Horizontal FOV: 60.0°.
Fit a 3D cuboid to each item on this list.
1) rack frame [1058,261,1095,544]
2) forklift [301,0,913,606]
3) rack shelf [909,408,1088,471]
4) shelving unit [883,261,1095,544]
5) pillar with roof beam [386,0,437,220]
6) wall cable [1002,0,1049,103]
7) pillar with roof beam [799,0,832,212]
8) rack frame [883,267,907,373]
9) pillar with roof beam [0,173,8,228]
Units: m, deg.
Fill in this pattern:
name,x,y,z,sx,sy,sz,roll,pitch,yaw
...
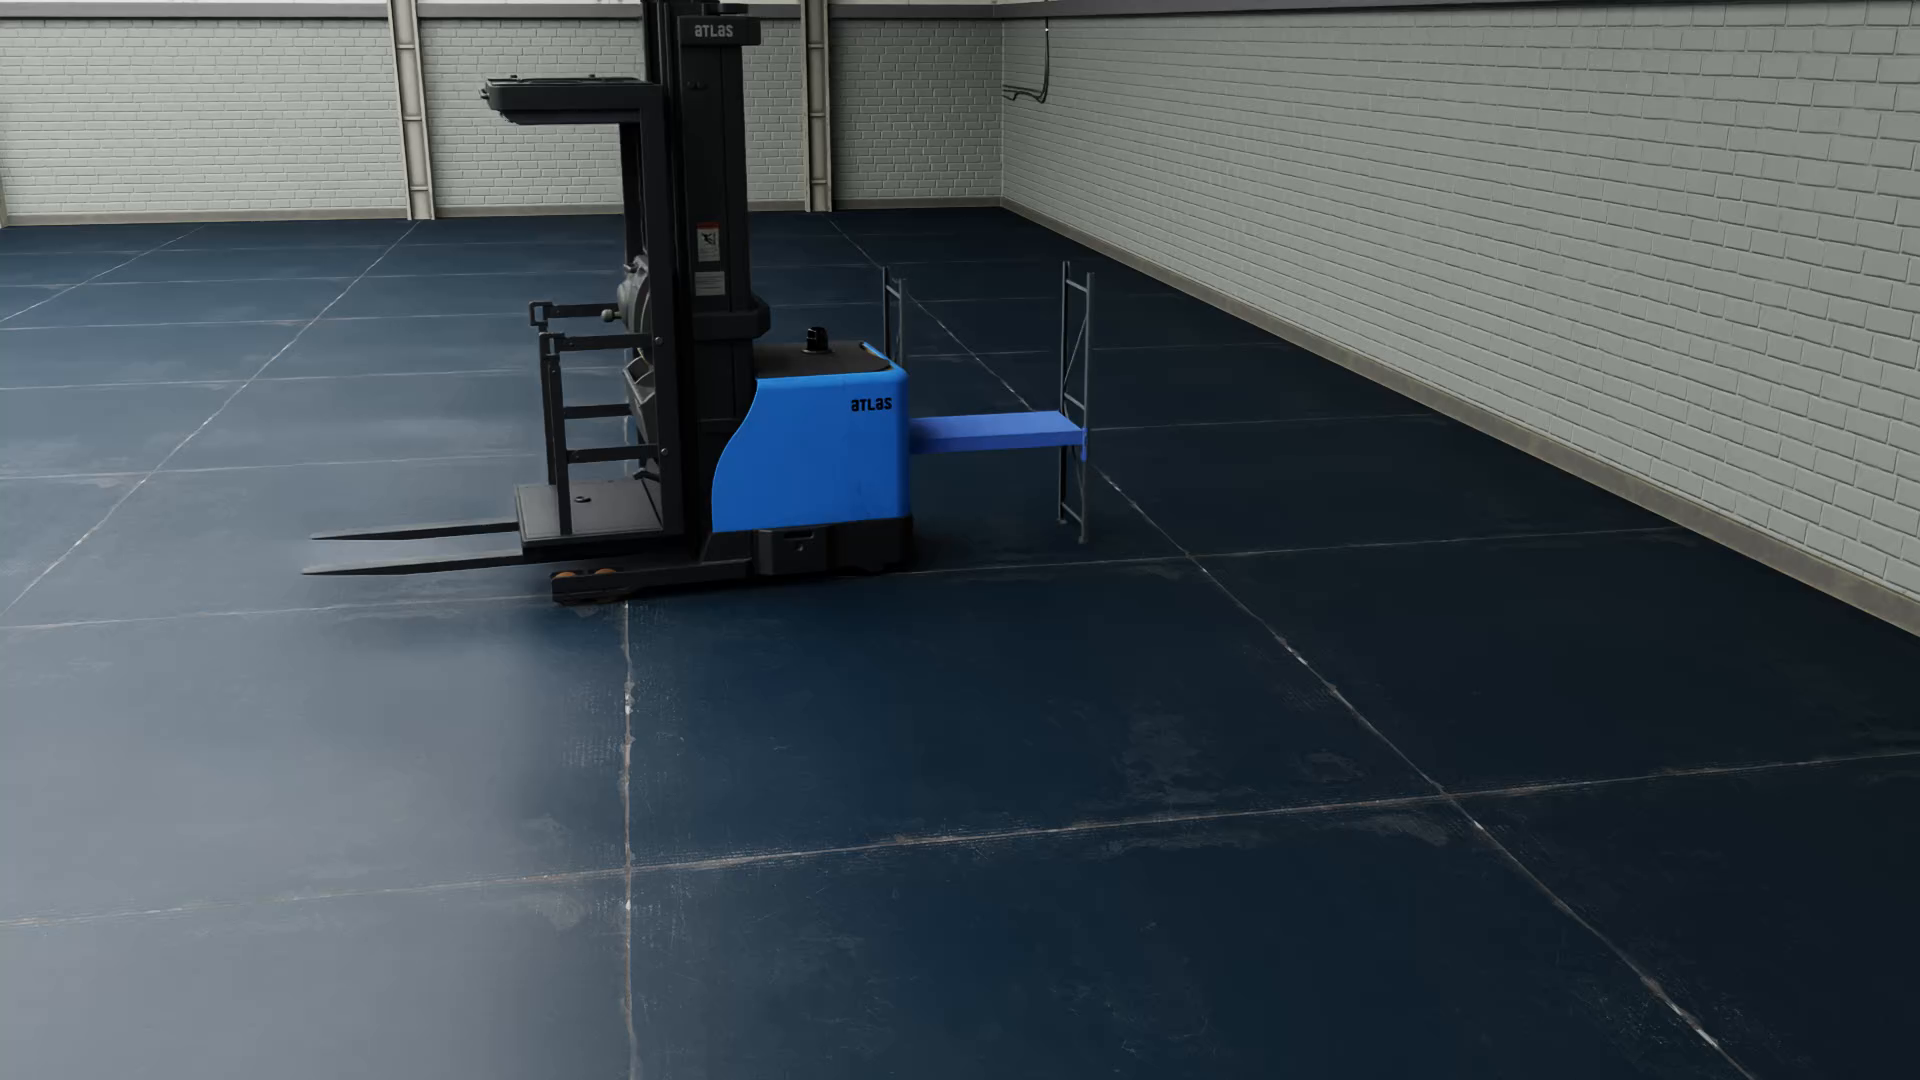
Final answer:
name,x,y,z,sx,sy,sz,roll,pitch,yaw
rack frame,0.643,-0.766,9.250,0.032,1.500,0.500,-4,18,-12
forklift,-1.823,-1.247,8.379,3.031,2.935,1.130,-5,18,-16
rack shelf,0.148,-0.560,9.193,1.000,0.185,0.538,-4,18,-12
shelving unit,0.148,-0.732,9.141,1.048,1.500,0.538,-4,18,-12
pillar with roof beam,-7.304,-7.918,19.765,0.400,9.000,9.100,-3,17,-10
wall cable,0.913,-7.792,24.642,0.112,2.526,3.097,-3,17,-10
pillar with roof beam,-1.413,-8.252,20.853,0.400,9.000,9.100,-3,17,-10
rack frame,-0.347,-0.698,9.031,0.032,1.500,0.500,-4,18,-12
pillar with roof beam,-13.196,-7.584,18.677,0.400,9.000,9.100,-3,17,-10
